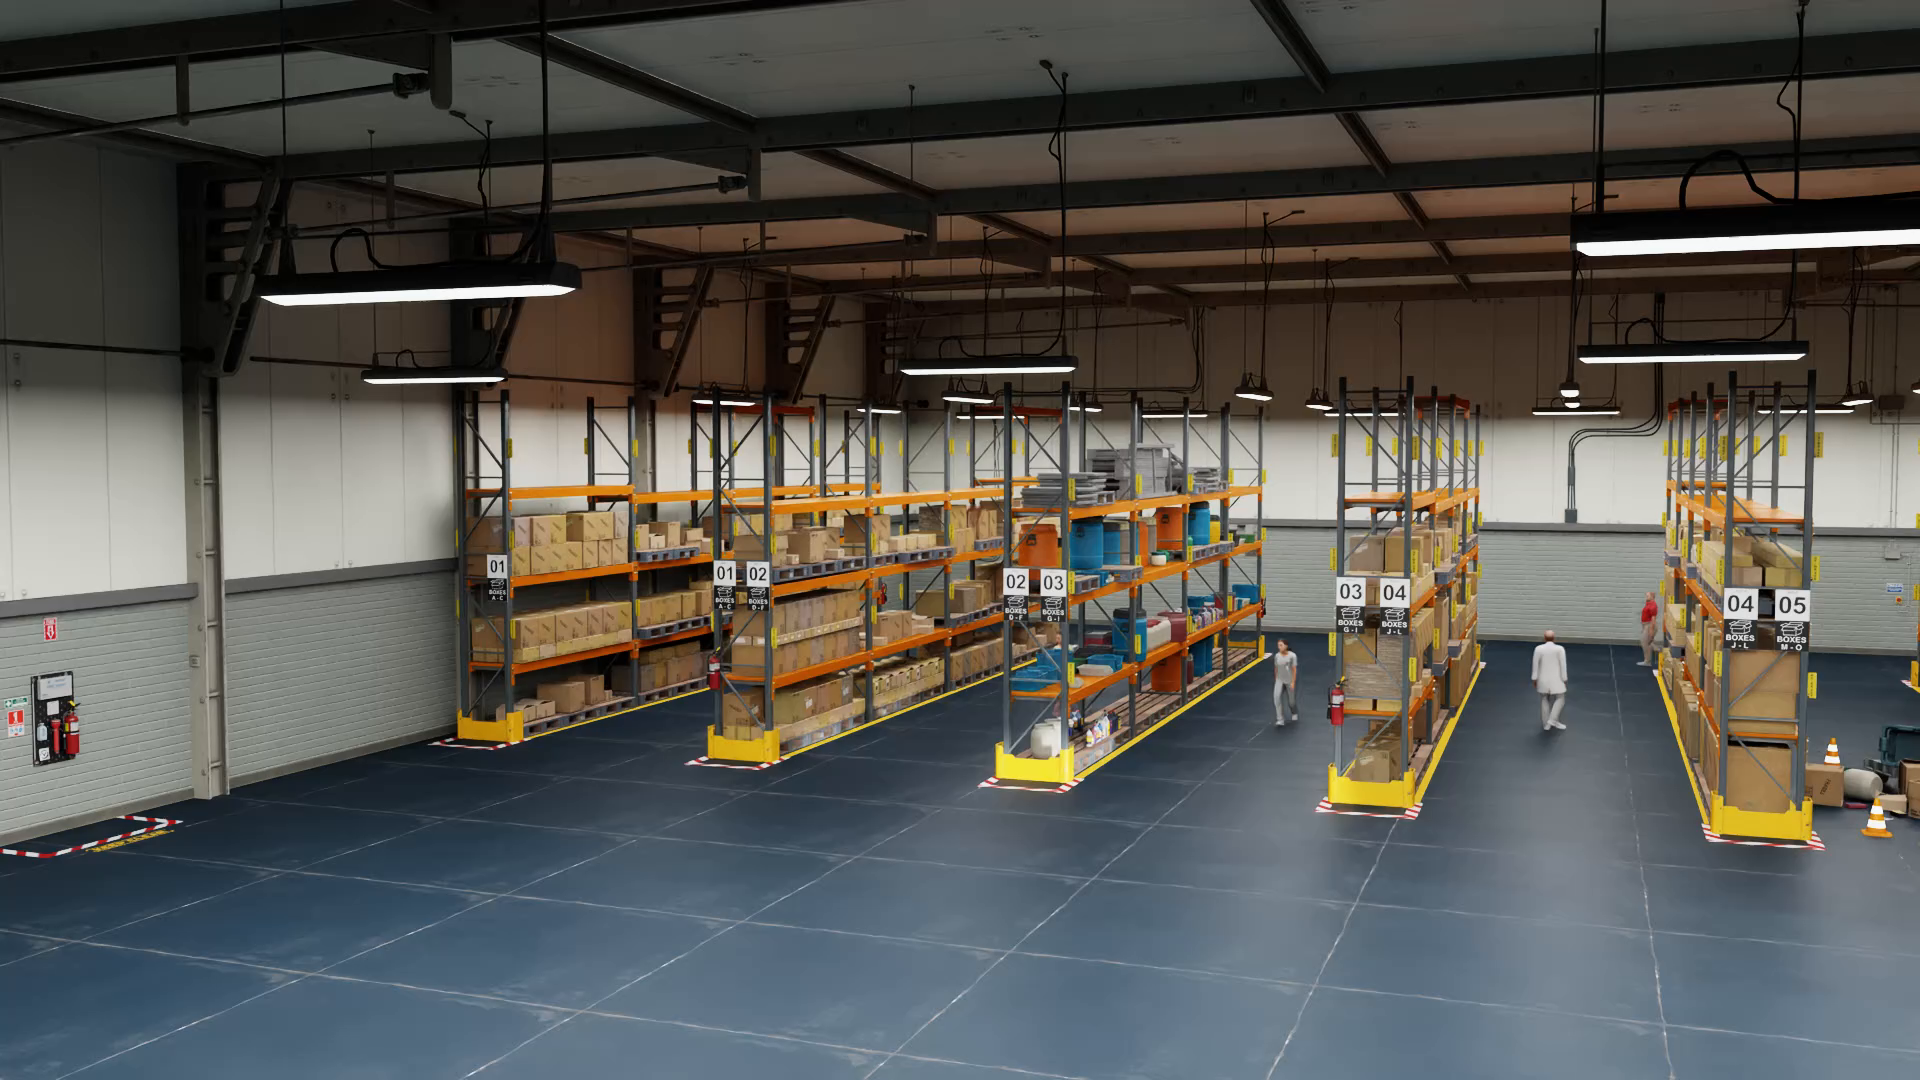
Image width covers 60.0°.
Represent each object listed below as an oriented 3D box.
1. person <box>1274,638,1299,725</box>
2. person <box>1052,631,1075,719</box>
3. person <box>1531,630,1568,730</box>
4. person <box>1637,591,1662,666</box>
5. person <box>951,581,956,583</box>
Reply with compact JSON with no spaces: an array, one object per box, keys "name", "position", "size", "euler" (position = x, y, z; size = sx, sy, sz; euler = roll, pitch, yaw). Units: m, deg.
[{"name":"person","position":[5.908,2.556,30.203],"size":[0.440,1.557,1.019],"euler":[2,3,26]},{"name":"person","position":[1.825,2.481,30.447],"size":[0.873,1.639,0.504],"euler":[-3,4,-42]},{"name":"person","position":[10.472,2.492,29.544],"size":[0.619,1.776,0.608],"euler":[2,3,26]},{"name":"person","position":[15.861,2.025,38.119],"size":[0.630,1.709,0.558],"euler":[1,3,16]},{"name":"person","position":[-0.184,1.870,40.839],"size":[0.636,1.704,1.112],"euler":[1,3,16]}]
